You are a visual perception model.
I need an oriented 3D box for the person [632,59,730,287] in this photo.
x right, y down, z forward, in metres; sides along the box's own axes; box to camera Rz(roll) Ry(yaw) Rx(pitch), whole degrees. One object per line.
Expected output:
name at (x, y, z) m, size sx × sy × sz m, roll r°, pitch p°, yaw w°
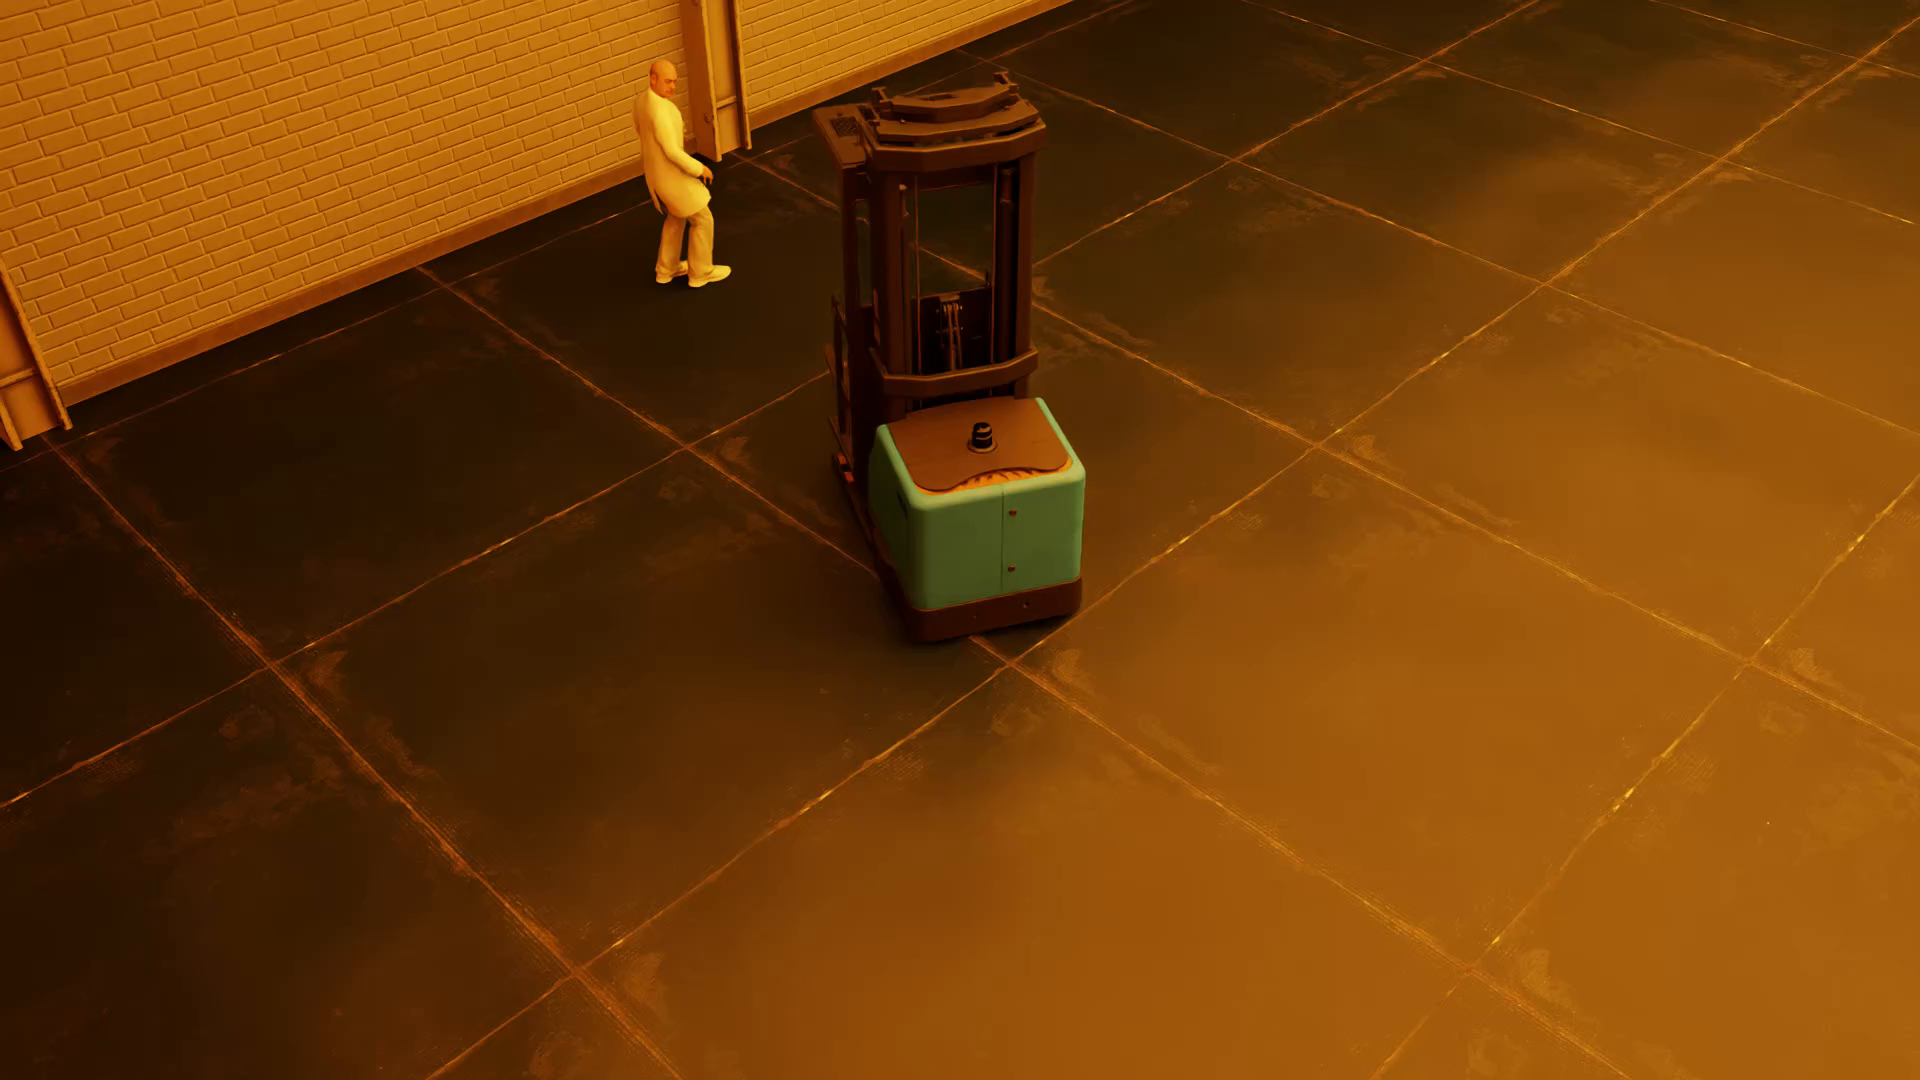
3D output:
person at (-2.109, -2.736, 12.413) m, size 0.543 × 1.742 × 0.787 m, roll -26°, pitch 46°, yaw -28°

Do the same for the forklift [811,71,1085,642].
forklift at (-0.205, -1.486, 9.922) m, size 1.130 × 2.935 × 3.031 m, roll -11°, pitch 40°, yaw -13°
